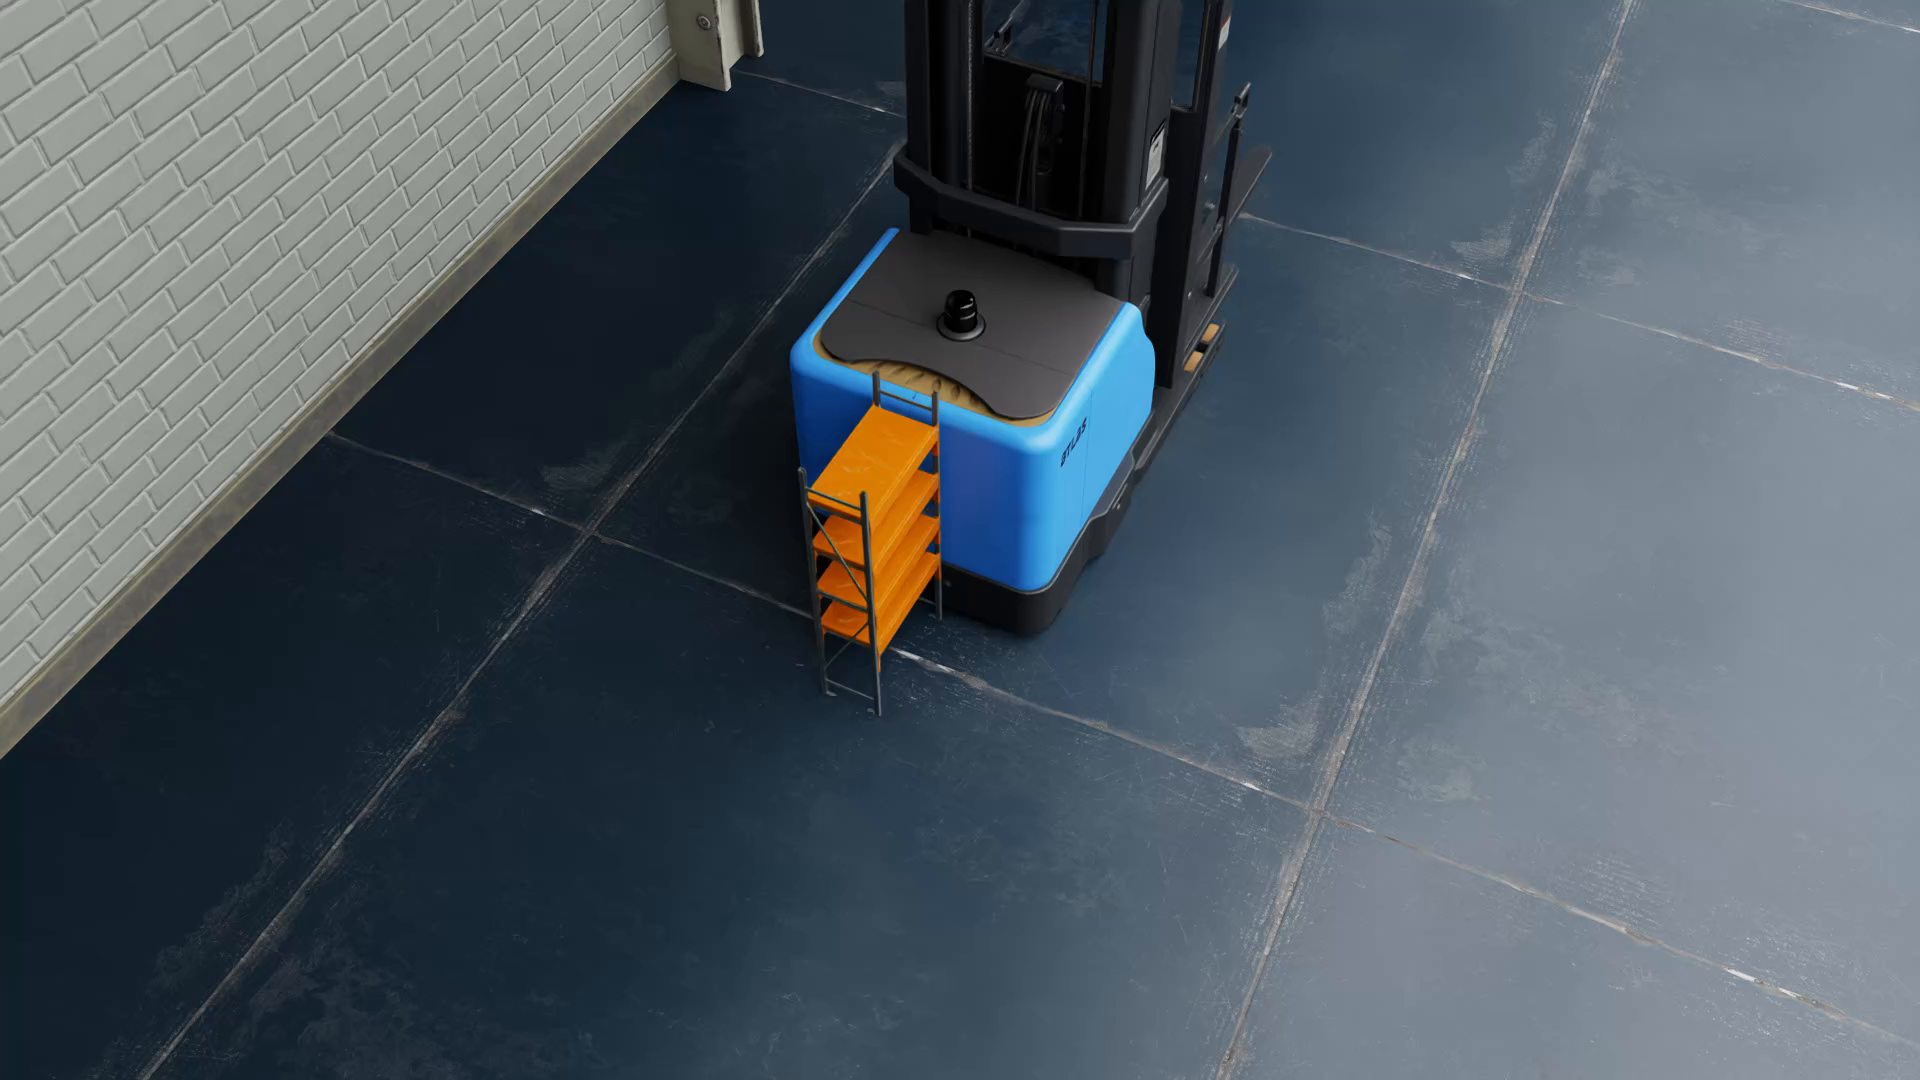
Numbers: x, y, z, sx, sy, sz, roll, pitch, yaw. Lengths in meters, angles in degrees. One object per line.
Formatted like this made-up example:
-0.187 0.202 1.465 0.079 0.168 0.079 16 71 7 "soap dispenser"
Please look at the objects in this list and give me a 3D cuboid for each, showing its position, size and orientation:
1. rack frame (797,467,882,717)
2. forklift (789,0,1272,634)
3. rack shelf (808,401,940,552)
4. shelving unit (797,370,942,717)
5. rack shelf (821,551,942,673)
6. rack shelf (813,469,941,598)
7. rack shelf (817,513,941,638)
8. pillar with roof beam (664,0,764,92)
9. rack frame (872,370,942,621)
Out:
-0.395 0.207 5.601 0.240 1.200 0.015 21 53 17 "rack frame"
0.499 -1.737 6.118 1.130 2.935 3.031 21 53 17 "forklift"
-0.287 -0.214 5.443 0.258 0.148 0.480 21 53 17 "rack shelf"
-0.287 0.041 5.743 0.258 1.200 0.503 21 53 17 "shelving unit"
-0.287 0.213 5.945 0.258 0.148 0.480 21 53 17 "rack shelf"
-0.287 -0.061 5.624 0.258 0.148 0.480 21 53 17 "rack shelf"
-0.287 0.084 5.794 0.258 0.148 0.480 21 53 17 "rack shelf"
2.639 -3.998 4.059 9.100 9.000 0.400 20 52 16 "pillar with roof beam"
-0.179 -0.126 5.884 0.240 1.200 0.015 21 53 17 "rack frame"
